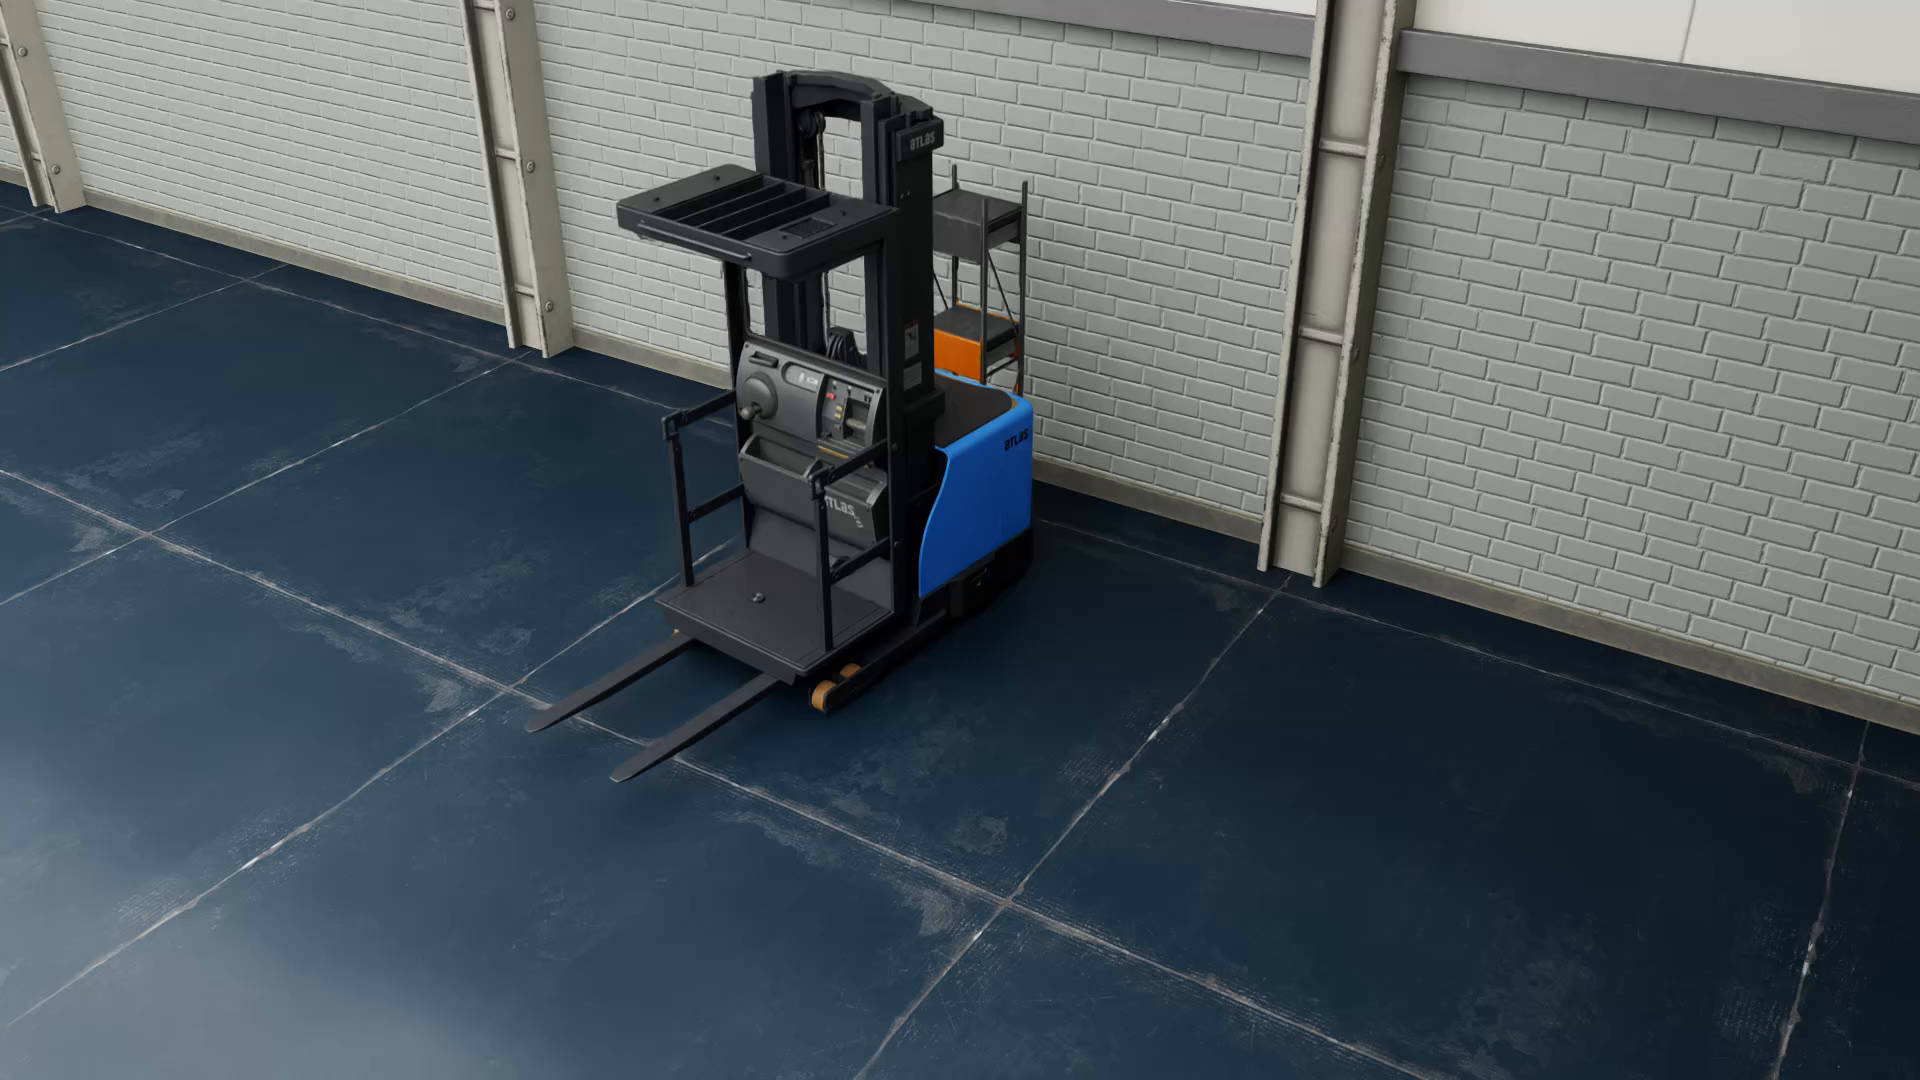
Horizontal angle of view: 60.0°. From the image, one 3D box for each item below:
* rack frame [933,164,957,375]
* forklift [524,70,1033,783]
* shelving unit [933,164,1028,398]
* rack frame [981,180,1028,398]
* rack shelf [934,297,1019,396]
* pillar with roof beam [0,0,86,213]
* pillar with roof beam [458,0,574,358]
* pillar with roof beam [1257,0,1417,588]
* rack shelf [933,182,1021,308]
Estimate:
[{"bbox_3d":[-0.143,-1.138,9.790,0.015,2.100,0.400,21,36,32],"label":"rack frame"},{"bbox_3d":[-0.887,-0.670,8.162,1.130,2.935,3.031,22,37,32],"label":"forklift"},{"bbox_3d":[0.051,-1.064,9.662,0.503,2.100,0.431,21,36,32],"label":"shelving unit"},{"bbox_3d":[0.245,-0.989,9.534,0.015,2.100,0.400,21,36,32],"label":"rack frame"},{"bbox_3d":[0.051,-1.052,9.669,0.480,0.518,0.431,21,36,32],"label":"rack shelf"},{"bbox_3d":[-10.484,-5.108,9.749,0.400,9.000,9.100,18,35,27],"label":"pillar with roof beam"},{"bbox_3d":[-5.402,-3.501,6.994,0.400,9.000,9.100,18,35,27],"label":"pillar with roof beam"},{"bbox_3d":[-0.320,-1.894,4.238,0.400,9.000,9.100,18,35,27],"label":"pillar with roof beam"},{"bbox_3d":[0.051,-1.657,9.316,0.480,0.518,0.431,21,36,32],"label":"rack shelf"}]
